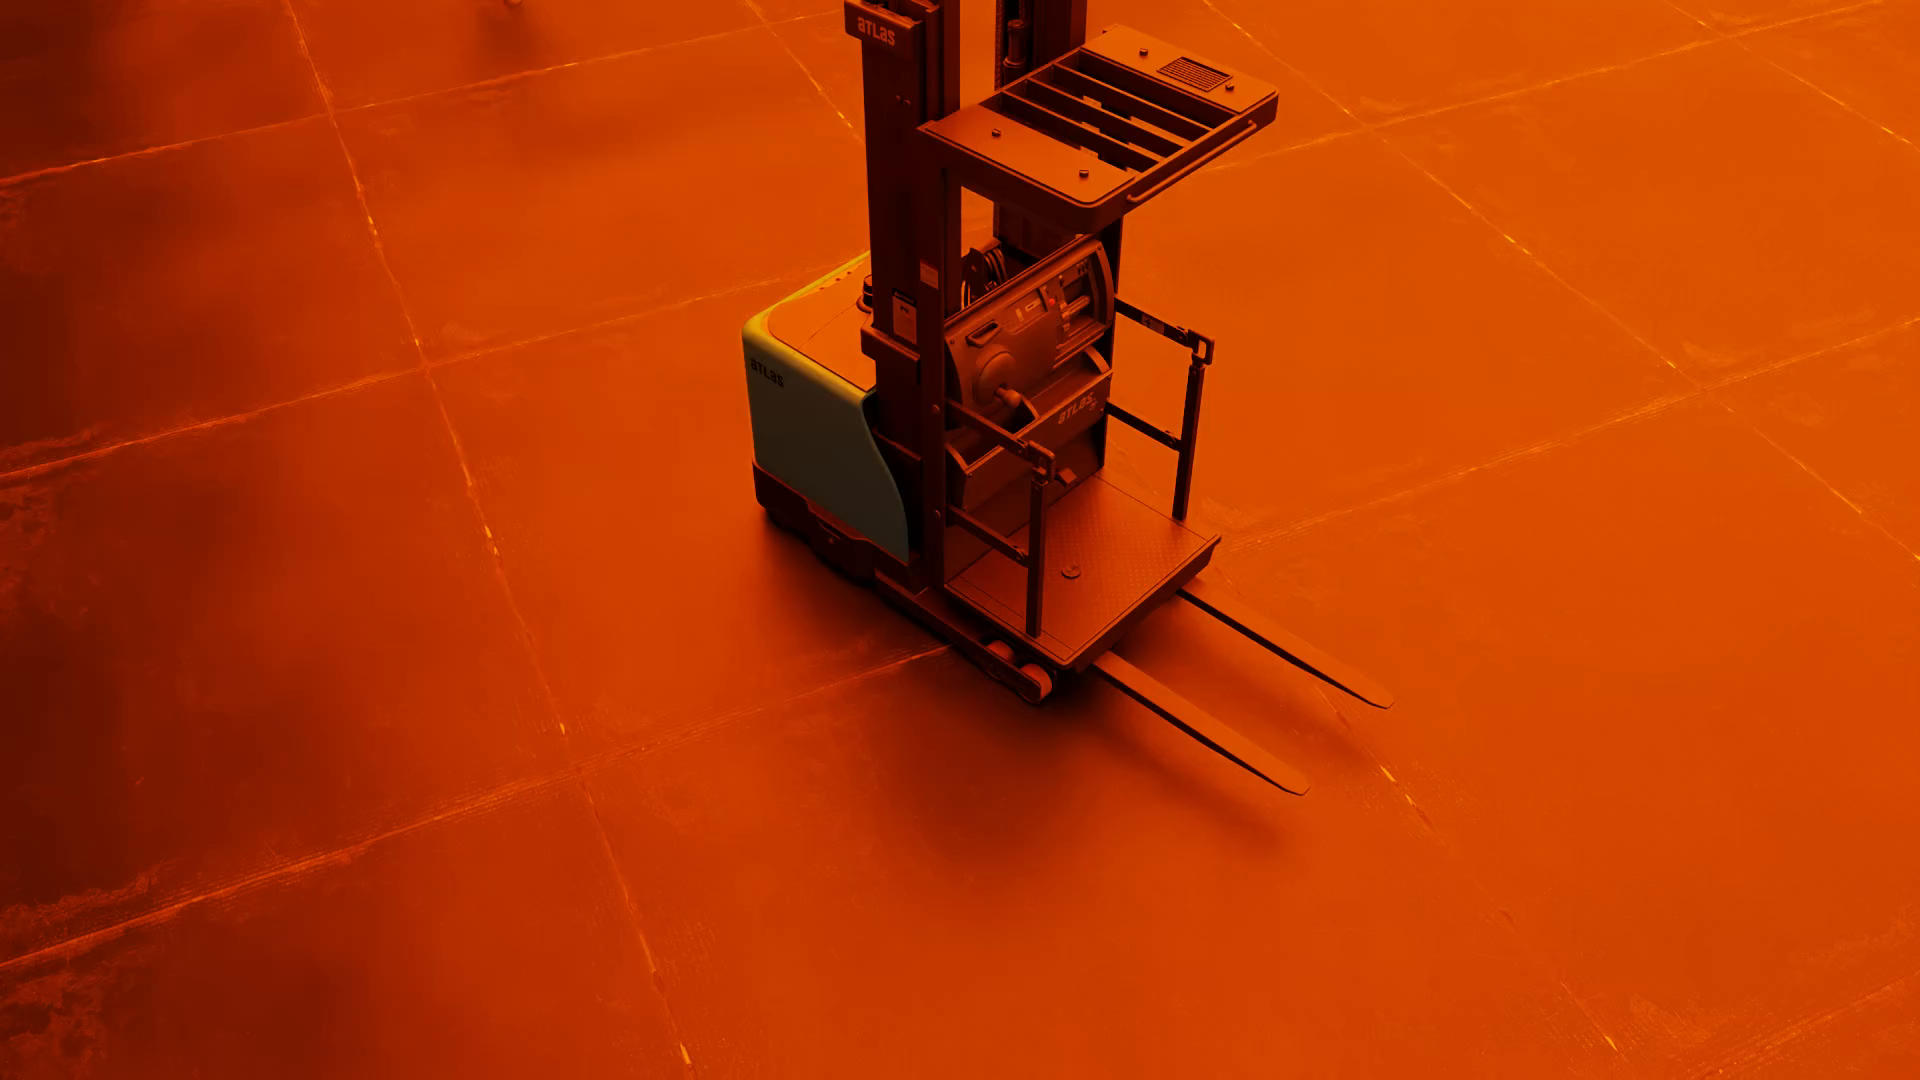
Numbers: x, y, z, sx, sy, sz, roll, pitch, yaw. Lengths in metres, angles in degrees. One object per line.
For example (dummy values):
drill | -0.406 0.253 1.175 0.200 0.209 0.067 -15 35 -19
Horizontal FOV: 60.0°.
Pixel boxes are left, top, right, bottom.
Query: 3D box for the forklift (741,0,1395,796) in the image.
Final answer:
forklift | 0.445 -0.788 6.525 3.031 2.935 1.130 32 52 30
